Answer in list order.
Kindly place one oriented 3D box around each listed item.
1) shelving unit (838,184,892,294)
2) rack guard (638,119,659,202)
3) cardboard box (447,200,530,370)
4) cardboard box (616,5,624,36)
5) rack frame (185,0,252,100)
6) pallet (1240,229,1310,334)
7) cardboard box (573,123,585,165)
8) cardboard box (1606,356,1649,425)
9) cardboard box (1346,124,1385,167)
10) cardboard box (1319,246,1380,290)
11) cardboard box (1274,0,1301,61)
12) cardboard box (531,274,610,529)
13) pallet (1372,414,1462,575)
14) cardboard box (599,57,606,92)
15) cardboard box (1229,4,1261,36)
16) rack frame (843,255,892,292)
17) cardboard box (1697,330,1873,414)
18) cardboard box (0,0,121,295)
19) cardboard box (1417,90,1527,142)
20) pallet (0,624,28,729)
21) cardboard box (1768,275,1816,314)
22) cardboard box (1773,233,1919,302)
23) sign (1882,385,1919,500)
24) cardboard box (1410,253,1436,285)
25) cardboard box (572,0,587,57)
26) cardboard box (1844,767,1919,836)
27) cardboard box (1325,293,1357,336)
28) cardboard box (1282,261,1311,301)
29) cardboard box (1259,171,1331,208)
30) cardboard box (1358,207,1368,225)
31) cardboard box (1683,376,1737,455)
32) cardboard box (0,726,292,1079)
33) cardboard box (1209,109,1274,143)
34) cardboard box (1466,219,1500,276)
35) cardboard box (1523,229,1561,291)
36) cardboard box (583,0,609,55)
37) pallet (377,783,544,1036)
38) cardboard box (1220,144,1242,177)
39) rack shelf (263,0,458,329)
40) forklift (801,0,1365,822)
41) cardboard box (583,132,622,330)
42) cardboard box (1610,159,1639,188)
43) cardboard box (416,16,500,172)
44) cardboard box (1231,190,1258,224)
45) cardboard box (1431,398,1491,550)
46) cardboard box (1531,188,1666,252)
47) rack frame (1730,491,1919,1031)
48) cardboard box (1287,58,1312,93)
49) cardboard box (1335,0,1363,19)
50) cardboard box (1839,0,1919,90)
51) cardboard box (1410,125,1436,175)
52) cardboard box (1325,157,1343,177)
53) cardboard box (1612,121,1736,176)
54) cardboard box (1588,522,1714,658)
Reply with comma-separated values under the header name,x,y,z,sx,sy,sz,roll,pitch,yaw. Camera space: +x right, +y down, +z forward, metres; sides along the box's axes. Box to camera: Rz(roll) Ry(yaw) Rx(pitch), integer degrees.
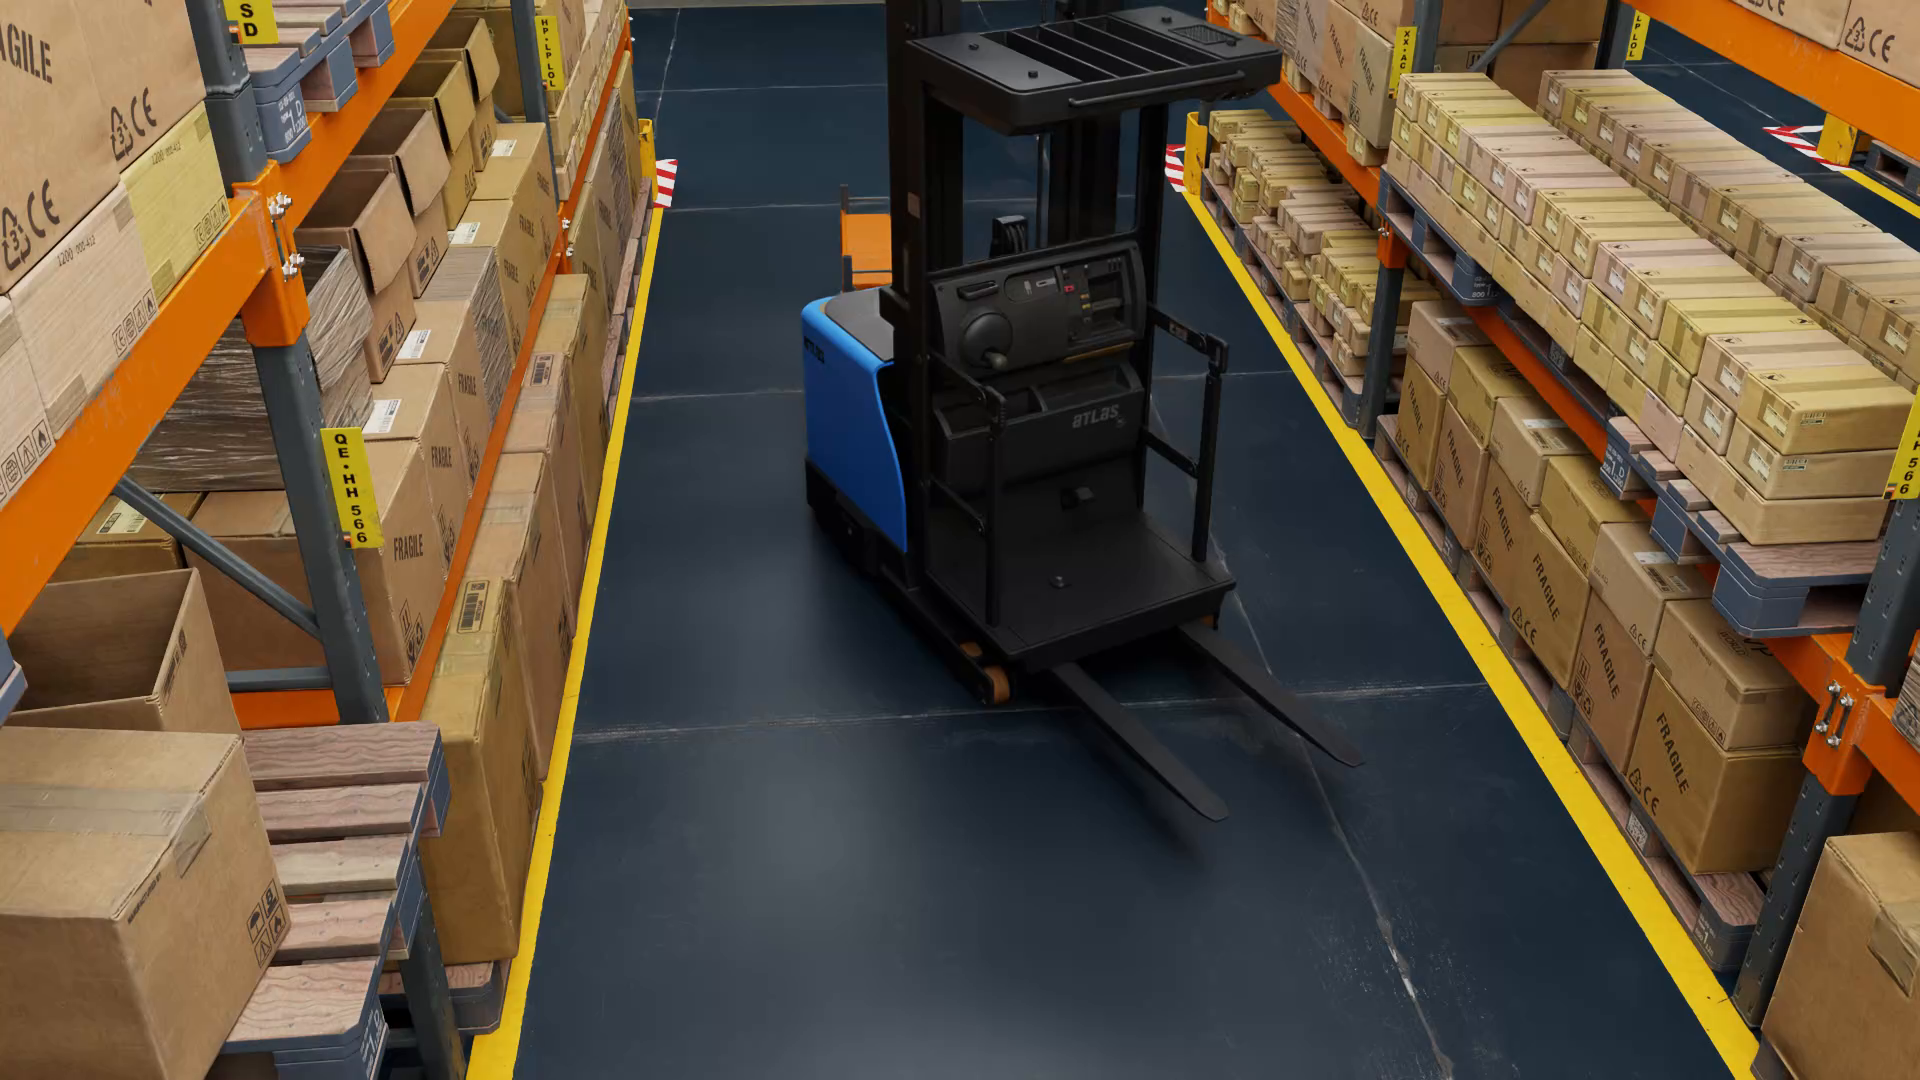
name,x,y,z,sx,sy,sz,roll,pitch,yaw
shelving unit,-0.336,-1.113,8.516,0.538,1.125,1.048,-2,31,-3
rack guard,-2.743,-2.651,11.701,1.175,0.500,0.348,-3,31,-5
cardboard box,-1.957,-0.968,6.347,0.500,0.500,0.500,-3,31,-5
cardboard box,-2.354,-3.305,10.604,0.380,0.149,0.250,-2,31,-4
rack frame,-1.993,-2.203,2.663,1.000,3.000,0.127,-3,31,-5
pallet,2.365,-1.624,10.263,1.003,0.211,1.213,-3,31,-5
cardboard box,-2.114,-1.997,8.414,0.380,0.149,0.250,-2,31,-3
cardboard box,2.385,-0.501,5.500,0.380,0.149,0.250,-3,31,-5
cardboard box,2.188,-2.009,8.433,0.380,0.149,0.250,-4,31,-6
cardboard box,2.194,-1.492,9.113,0.380,0.149,0.250,-3,31,-5
cardboard box,2.136,-3.043,9.533,0.500,0.500,0.500,-4,31,-6
cardboard box,-2.288,-0.612,7.512,1.225,0.875,0.875,-3,31,-4
pallet,2.655,-0.261,7.981,1.003,0.211,1.213,-3,31,-5
cardboard box,-2.237,-2.658,9.519,0.380,0.149,0.250,-2,31,-4
cardboard box,1.948,-3.341,10.664,0.380,0.149,0.250,-4,31,-6
rack frame,-0.299,-0.853,8.081,0.500,1.125,0.032,-2,31,-3
cardboard box,2.431,-0.498,4.914,0.380,0.149,0.250,-3,31,-5
cardboard box,-1.641,-0.680,2.453,0.500,0.500,0.500,-3,31,-5
cardboard box,2.192,-1.818,7.124,0.380,0.149,0.250,-2,31,-3
pallet,-1.671,0.358,1.484,1.213,0.211,1.003,-3,31,-5
cardboard box,3.007,-0.801,5.711,0.380,0.149,0.250,-3,31,-5
cardboard box,3.006,-0.922,5.625,0.380,0.149,0.250,-1,31,-2
sign,2.415,-0.246,4.185,0.100,0.325,0.005,-3,31,-5
cardboard box,2.715,-1.524,9.166,0.380,0.149,0.250,-3,31,-5
cardboard box,-2.249,-2.829,8.686,0.500,0.500,0.500,-4,31,-6
cardboard box,3.142,0.706,5.671,0.500,0.500,0.500,-4,31,-7
cardboard box,2.197,-1.223,8.953,0.380,0.149,0.250,-4,31,-7
cardboard box,2.108,-1.524,9.748,0.380,0.149,0.250,-3,31,-5
cardboard box,2.060,-2.155,10.223,0.380,0.149,0.250,-2,31,-4
cardboard box,2.657,-2.065,10.363,0.380,0.149,0.250,-1,31,-2
cardboard box,2.428,-0.380,5.007,0.380,0.149,0.250,-2,31,-3
cardboard box,-1.752,0.703,3.140,0.700,0.500,0.500,2,31,3
cardboard box,1.917,-2.826,11.346,0.380,0.149,0.250,-4,31,-7
cardboard box,2.257,-1.178,6.632,0.380,0.149,0.250,-4,31,-7
cardboard box,2.308,-1.034,6.102,0.380,0.149,0.250,-3,31,-6
cardboard box,-2.337,-3.022,9.740,0.500,0.250,0.500,-4,31,-6
pallet,-1.992,1.164,5.596,1.003,0.211,1.213,-3,31,-5
cardboard box,1.970,-2.560,11.191,0.380,0.149,0.250,-3,31,-5
rack shelf,-2.180,-1.628,5.326,1.077,0.370,4.000,-3,31,-5
forklift,0.429,-0.863,6.337,1.130,2.935,3.031,-16,34,-25
cardboard box,-2.433,-1.738,9.397,0.875,0.875,0.875,-3,31,-5
cardboard box,2.890,-1.462,6.817,0.380,0.149,0.250,-4,31,-6
cardboard box,-2.299,-1.818,6.792,0.797,0.503,0.637,-4,31,-6
cardboard box,1.988,-2.180,10.844,0.380,0.149,0.250,-2,31,-4
cardboard box,2.437,-0.303,7.360,0.500,0.500,0.500,-1,31,-2
cardboard box,2.310,-1.163,6.027,0.380,0.149,0.250,-2,31,-3
rack frame,2.954,0.186,4.513,1.000,3.000,0.127,-3,31,-5
cardboard box,2.103,-2.677,9.552,0.380,0.149,0.250,-2,31,-4
cardboard box,2.214,-2.946,8.395,0.500,0.500,0.500,-4,31,-6
cardboard box,2.648,-1.424,4.186,0.500,0.500,0.500,-3,31,-5
cardboard box,2.186,-1.701,7.217,0.380,0.149,0.250,-3,31,-6
cardboard box,2.587,-2.459,10.732,0.380,0.149,0.250,-4,31,-7
cardboard box,2.885,-1.585,6.733,0.380,0.149,0.250,-3,31,-5
cardboard box,2.571,0.163,5.848,0.500,0.250,0.500,-2,31,-4
